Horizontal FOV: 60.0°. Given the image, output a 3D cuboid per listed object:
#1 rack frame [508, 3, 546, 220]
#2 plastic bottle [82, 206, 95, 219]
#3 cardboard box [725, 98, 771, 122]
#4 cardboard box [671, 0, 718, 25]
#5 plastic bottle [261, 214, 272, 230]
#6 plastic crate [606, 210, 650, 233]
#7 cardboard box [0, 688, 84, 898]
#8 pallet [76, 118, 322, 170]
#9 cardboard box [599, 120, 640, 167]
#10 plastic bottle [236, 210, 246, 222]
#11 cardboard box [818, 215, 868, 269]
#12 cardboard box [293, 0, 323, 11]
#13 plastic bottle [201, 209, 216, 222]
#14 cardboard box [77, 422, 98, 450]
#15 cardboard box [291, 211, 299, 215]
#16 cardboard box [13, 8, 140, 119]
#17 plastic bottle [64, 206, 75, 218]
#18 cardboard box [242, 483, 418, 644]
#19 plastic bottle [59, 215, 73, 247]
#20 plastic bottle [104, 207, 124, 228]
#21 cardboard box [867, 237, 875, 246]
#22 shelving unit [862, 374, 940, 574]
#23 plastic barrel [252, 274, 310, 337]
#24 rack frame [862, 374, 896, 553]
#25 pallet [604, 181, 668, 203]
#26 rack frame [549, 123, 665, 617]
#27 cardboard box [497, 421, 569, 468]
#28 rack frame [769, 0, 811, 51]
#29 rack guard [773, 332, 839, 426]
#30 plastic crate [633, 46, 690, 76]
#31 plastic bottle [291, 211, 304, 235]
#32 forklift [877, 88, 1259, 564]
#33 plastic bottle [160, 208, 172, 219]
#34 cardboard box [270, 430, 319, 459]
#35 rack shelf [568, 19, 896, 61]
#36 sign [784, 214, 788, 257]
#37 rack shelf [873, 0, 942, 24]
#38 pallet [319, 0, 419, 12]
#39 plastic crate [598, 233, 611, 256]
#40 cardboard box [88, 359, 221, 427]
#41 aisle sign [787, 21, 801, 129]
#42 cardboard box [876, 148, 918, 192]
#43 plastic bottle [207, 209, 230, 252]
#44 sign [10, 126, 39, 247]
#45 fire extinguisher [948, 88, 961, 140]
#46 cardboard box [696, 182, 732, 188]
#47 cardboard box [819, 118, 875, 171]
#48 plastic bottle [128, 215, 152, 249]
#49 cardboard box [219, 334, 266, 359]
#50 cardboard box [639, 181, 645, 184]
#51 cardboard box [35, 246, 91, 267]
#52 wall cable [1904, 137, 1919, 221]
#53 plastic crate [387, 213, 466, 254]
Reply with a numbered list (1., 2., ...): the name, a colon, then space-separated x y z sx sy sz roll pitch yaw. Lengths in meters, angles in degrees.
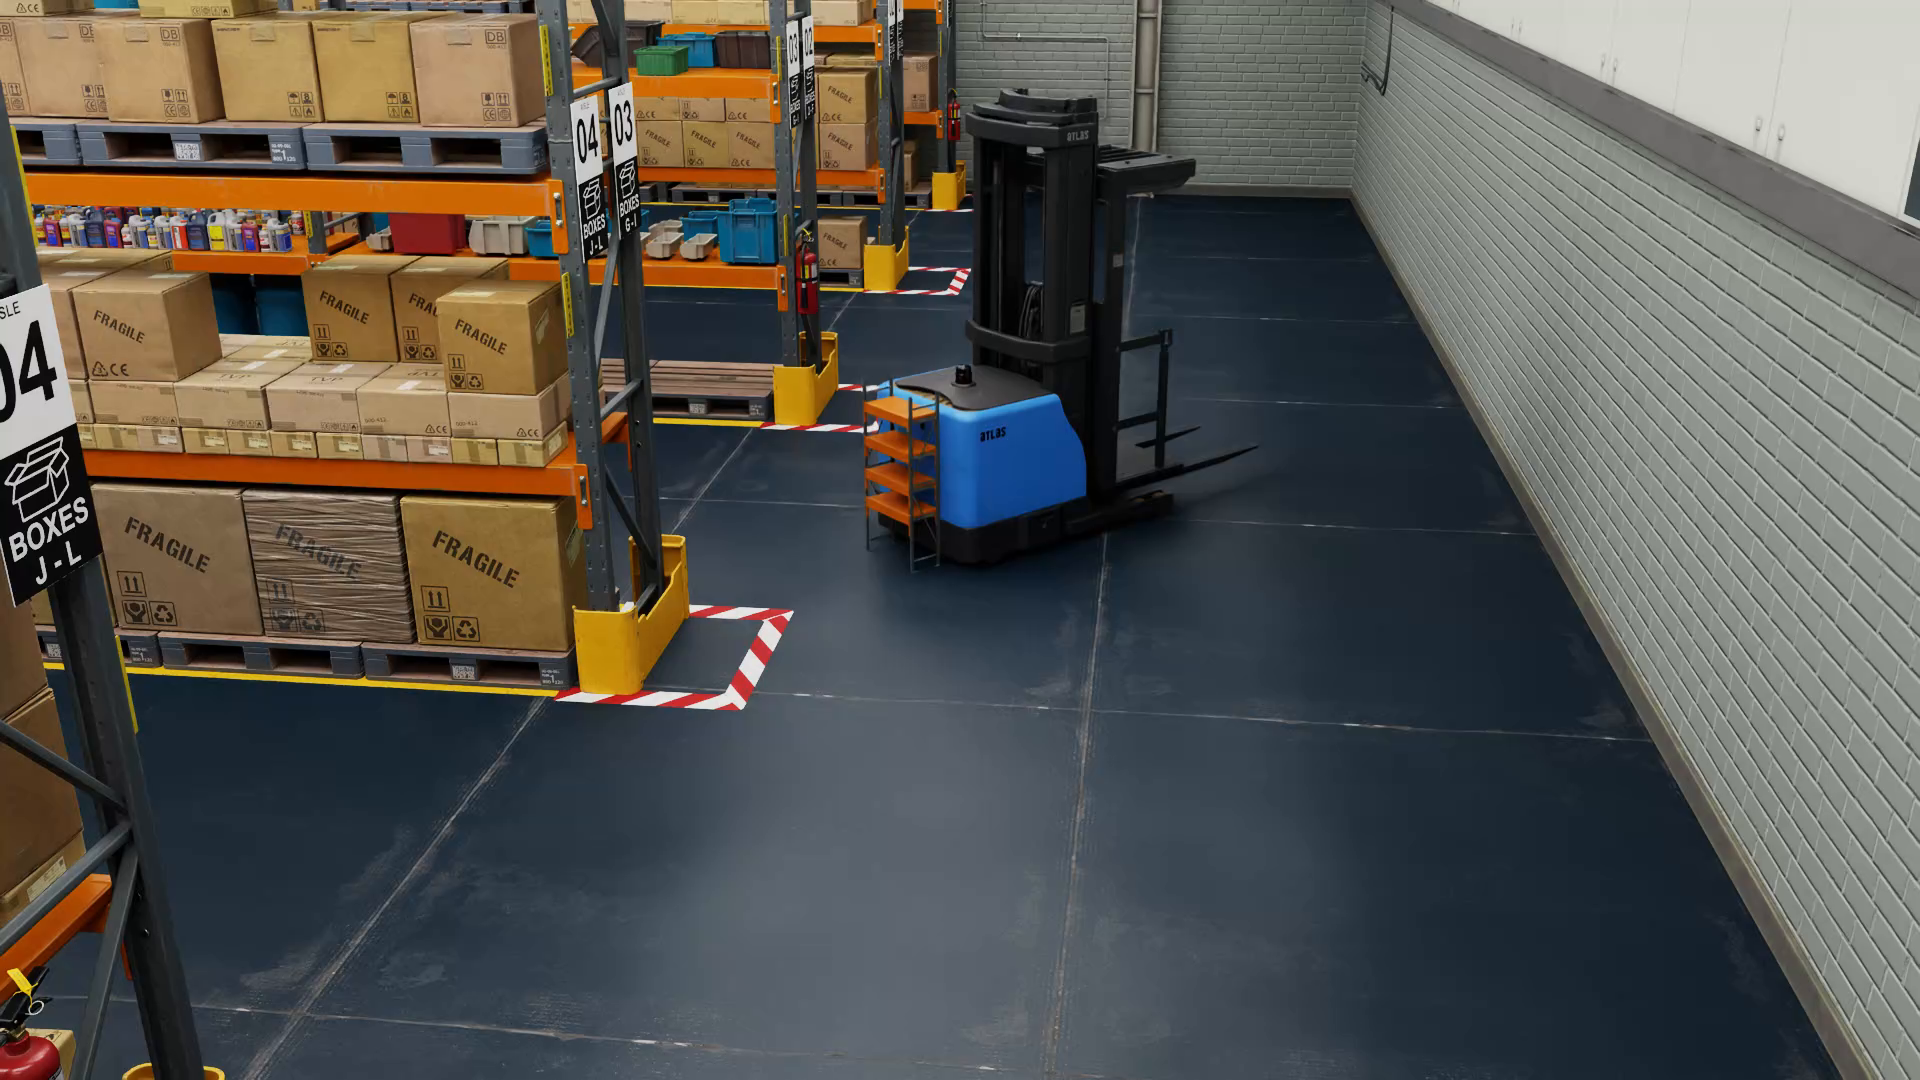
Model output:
1. rack frame: -4.727 -4.539 18.842 0.127 3.000 1.000 2 22 6
2. plastic bottle: -7.475 -2.737 14.351 0.185 0.351 0.144 2 22 6
3. cardboard box: -2.246 -4.839 18.103 0.500 0.500 0.500 3 22 8
4. cardboard box: -2.784 -5.687 17.870 0.500 0.250 0.500 2 22 6
5. plastic bottle: -6.088 -2.767 14.630 0.097 0.201 0.097 0 22 0
6. plastic crate: -2.855 -2.696 14.325 0.300 0.233 0.416 2 22 6
7. cardboard box: -3.022 0.752 4.918 0.500 0.500 0.500 4 22 9
8. pallet: -3.877 -2.183 8.923 1.213 0.211 1.003 2 22 6
9. cardboard box: -3.744 -4.443 18.463 0.500 0.500 0.500 3 22 7
10. plastic bottle: -6.397 -2.837 14.806 0.097 0.201 0.097 0 22 0
11. cardboard box: -1.324 -3.342 18.615 0.500 0.500 0.500 2 22 6
12. cardboard box: -7.239 -6.103 18.580 0.500 0.500 0.910 2 22 6
13. plastic bottle: -6.432 -2.689 14.229 0.185 0.351 0.144 2 22 6
14. cardboard box: -4.858 -0.638 9.316 0.250 0.149 0.380 2 22 5
15. cardboard box: -7.760 -3.610 19.292 0.500 0.500 0.500 2 22 4
16. cardboard box: -4.579 -2.569 8.935 0.500 0.500 0.700 4 22 9
17. plastic bottle: -8.009 -2.907 14.984 0.097 0.201 0.097 0 22 0
18. cardboard box: -3.473 0.005 9.665 0.875 0.875 0.875 2 22 6
19. plastic bottle: -7.635 -2.642 14.219 0.097 0.271 0.097 0 22 0
20. plastic bottle: -7.532 -2.878 14.798 0.133 0.283 0.061 2 22 6
21. cardboard box: -1.130 -3.389 19.210 0.250 0.149 0.380 2 22 6
22. shelving unit: -0.383 -0.433 10.902 0.258 1.200 0.503 -17 27 -36
23. plastic barrel: -5.852 -1.980 14.652 0.708 0.901 0.600 2 22 6
24. rack frame: -0.537 -0.502 11.078 0.240 1.200 0.015 -17 27 -36
25. pallet: -4.923 -5.057 23.944 1.213 0.211 1.003 2 22 6
26. rack frame: -1.924 -0.750 9.256 0.127 3.000 1.000 2 22 6
27. cardboard box: -2.317 -0.528 9.037 0.250 0.149 0.380 3 22 7
28. rack frame: -1.341 -5.348 12.727 0.127 3.000 1.000 2 22 6
29. rack guard: -1.316 -1.399 14.299 0.348 0.500 1.175 2 22 6
30. plastic crate: -2.355 -3.793 13.162 0.336 0.188 0.450 2 22 6
31. plastic bottle: -5.877 -2.814 14.749 0.097 0.201 0.097 0 22 0
32. forklift: 0.895 -1.627 11.569 3.031 2.935 1.130 -16 27 -36
33. plastic bottle: -7.087 -2.900 14.869 0.097 0.271 0.097 0 22 0
34. cardboard box: -3.589 -0.583 9.175 0.250 0.149 0.380 3 22 6
35. rack shelf: -2.741 -5.513 18.204 4.000 0.370 1.077 2 22 6
36. sign: -1.390 -2.432 13.290 0.005 0.325 0.100 2 22 6
37. rack shelf: -2.162 -7.322 22.779 4.000 0.370 1.077 2 22 6
38. pallet: -6.397 -5.944 18.572 1.003 0.211 1.213 2 22 6
39. plastic crate: -3.034 -2.459 13.858 0.250 0.136 0.298 2 22 6
40. cardboard box: -4.452 -0.832 9.263 0.500 0.250 0.500 3 22 8
41. aisle sign: -1.304 -3.657 13.074 0.004 0.787 0.394 2 22 6
42. cardboard box: -0.882 -5.202 23.346 0.500 0.500 0.700 2 22 6
43. plastic bottle: -6.265 -2.628 14.075 0.185 0.351 0.144 2 22 6
44. sign: -2.545 -0.943 4.475 0.005 0.325 0.100 2 22 6
45. fire extinguisher: -0.080 -5.791 22.619 0.183 0.674 0.296 2 22 6
46. cardboard box: -3.417 -5.311 23.623 0.500 0.500 0.700 3 22 7
47. cardboard box: -1.232 -4.333 18.183 0.500 0.500 0.500 3 22 8
48. plastic bottle: -6.971 -2.626 14.170 0.135 0.276 0.152 2 22 6
49. cardboard box: -4.406 -1.024 9.750 0.500 0.250 0.500 3 22 7
50. cardboard box: -4.809 -5.524 23.686 0.750 0.750 0.750 3 22 7
51. cardboard box: -5.409 -1.418 9.725 0.500 0.500 0.500 3 22 8
52. wall cable: 3.285 -3.532 3.760 0.120 5.999 2.277 2 22 6
53. plastic crate: -4.457 -2.658 13.916 0.583 0.464 0.402 2 22 6
